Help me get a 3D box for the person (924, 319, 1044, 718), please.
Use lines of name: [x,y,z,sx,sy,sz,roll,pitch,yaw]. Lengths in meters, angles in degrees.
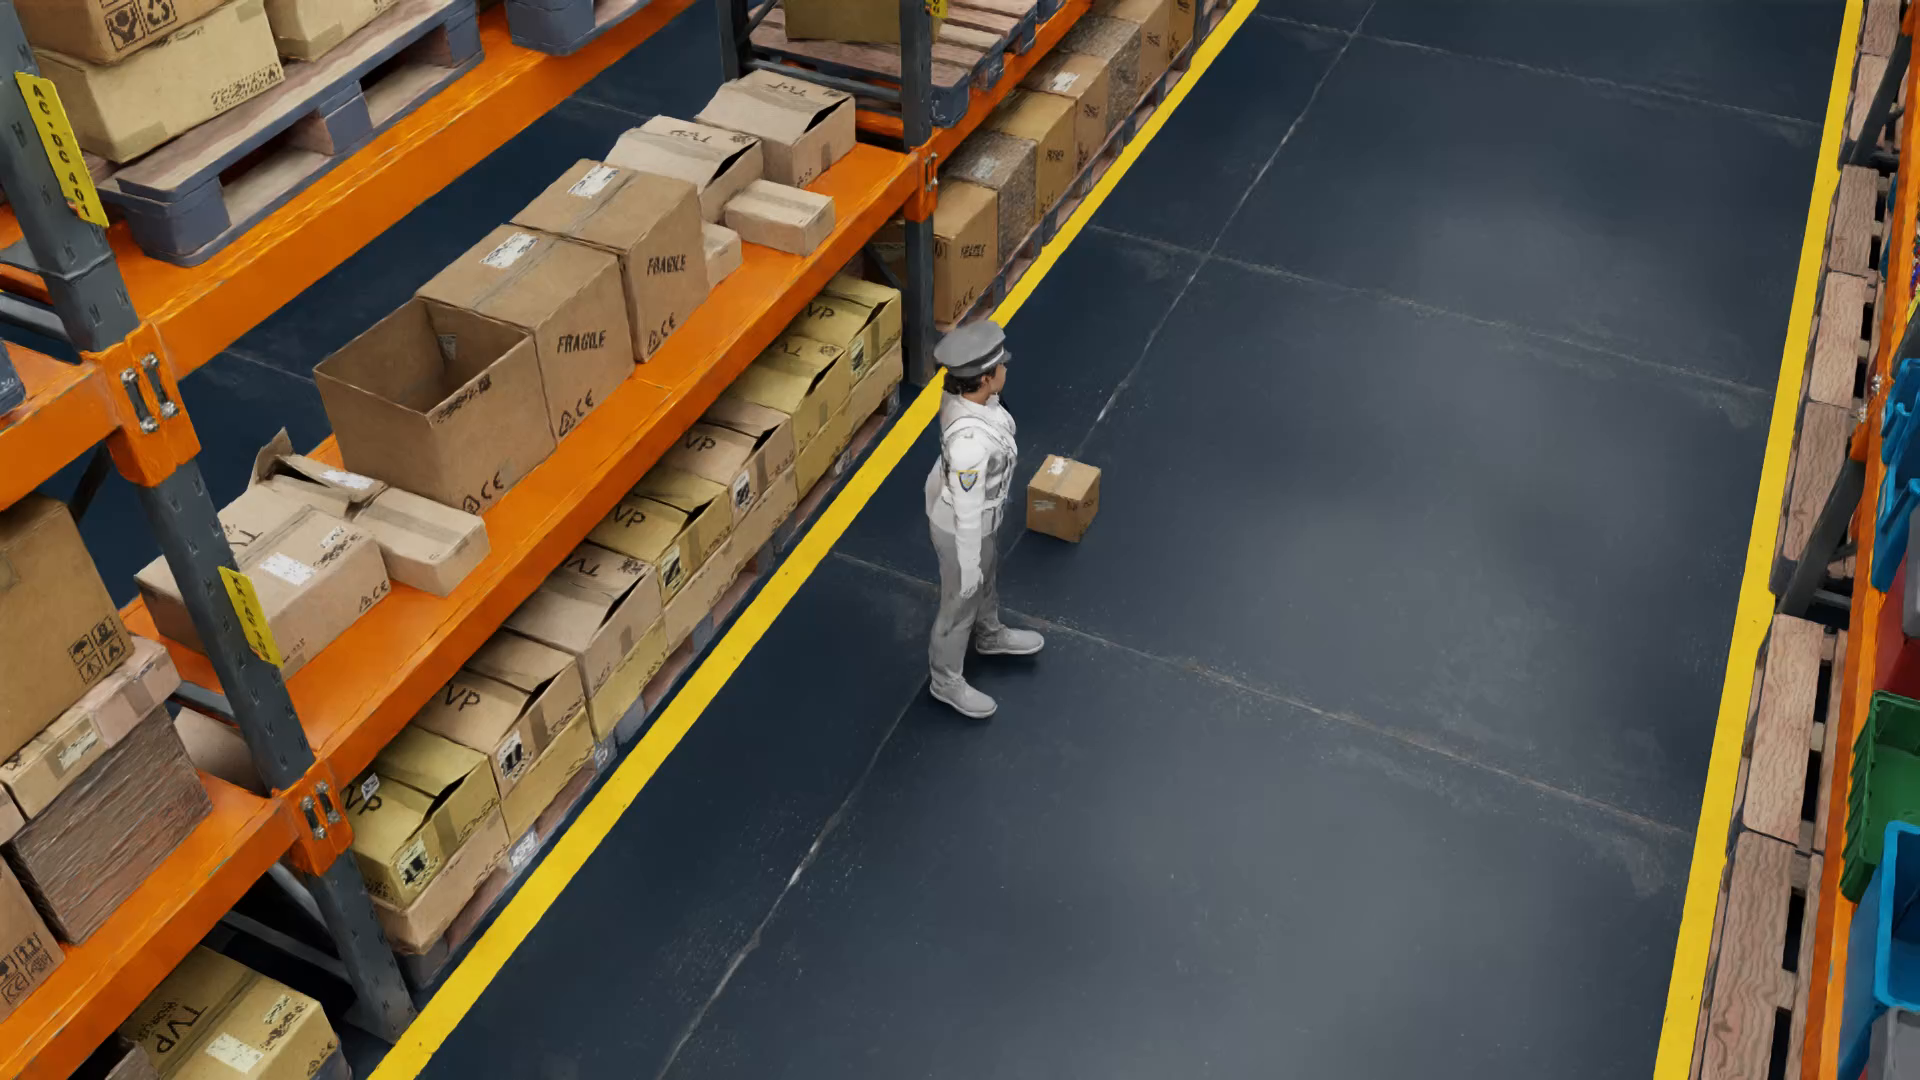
person: [0.110,-0.071,6.197,0.480,1.685,0.546,-1,42,-1]
